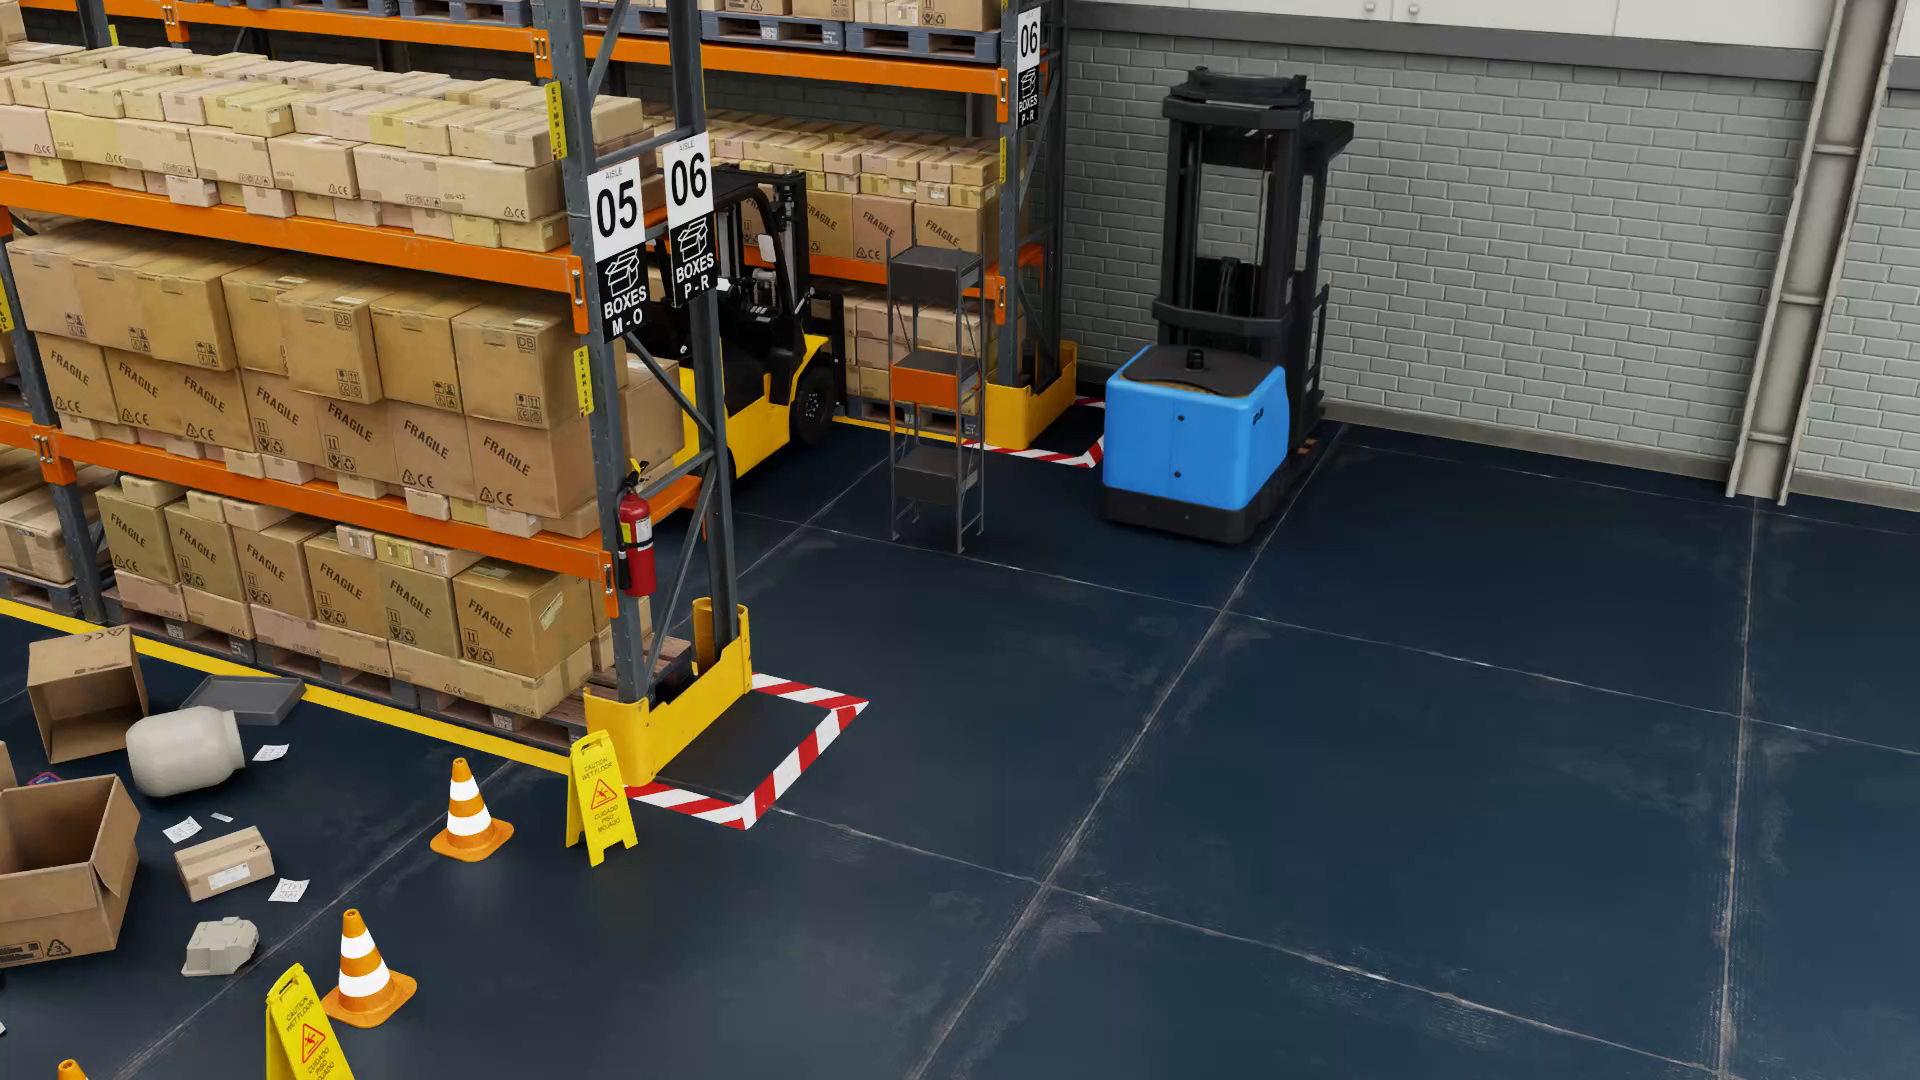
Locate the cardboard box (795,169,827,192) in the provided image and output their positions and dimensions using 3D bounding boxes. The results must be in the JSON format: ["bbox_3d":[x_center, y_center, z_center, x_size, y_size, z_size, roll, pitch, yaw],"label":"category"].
[{"bbox_3d":[-1.064,-2.805,12.773,0.250,0.149,0.380,12,28,22],"label":"cardboard box"}]

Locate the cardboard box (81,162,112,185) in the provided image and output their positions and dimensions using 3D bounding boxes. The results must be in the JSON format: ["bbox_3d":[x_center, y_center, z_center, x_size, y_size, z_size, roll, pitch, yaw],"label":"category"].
[{"bbox_3d":[-4.478,-2.034,8.944,0.250,0.149,0.380,11,28,22],"label":"cardboard box"}]

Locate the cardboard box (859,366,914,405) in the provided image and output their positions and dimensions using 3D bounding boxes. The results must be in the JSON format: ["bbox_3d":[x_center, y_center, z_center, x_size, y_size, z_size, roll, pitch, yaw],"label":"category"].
[{"bbox_3d":[-0.462,-1.302,13.205,0.500,0.250,0.500,11,28,22],"label":"cardboard box"}]

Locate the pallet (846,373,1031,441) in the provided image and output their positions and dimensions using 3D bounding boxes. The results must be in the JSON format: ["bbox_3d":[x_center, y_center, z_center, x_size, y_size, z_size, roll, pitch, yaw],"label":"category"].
[{"bbox_3d":[-0.168,-1.165,13.448,1.213,0.211,1.003,11,28,22],"label":"pallet"}]

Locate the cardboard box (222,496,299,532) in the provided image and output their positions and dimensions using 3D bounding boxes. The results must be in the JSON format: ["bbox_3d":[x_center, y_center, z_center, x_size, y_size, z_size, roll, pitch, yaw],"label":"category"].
[{"bbox_3d":[-3.918,-0.206,9.396,0.250,0.149,0.380,13,29,25],"label":"cardboard box"}]

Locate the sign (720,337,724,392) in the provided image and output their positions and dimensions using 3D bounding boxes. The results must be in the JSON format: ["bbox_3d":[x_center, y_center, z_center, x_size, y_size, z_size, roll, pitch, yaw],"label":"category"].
[{"bbox_3d":[-1.282,-0.903,8.779,0.005,0.325,0.100,11,28,22],"label":"sign"}]

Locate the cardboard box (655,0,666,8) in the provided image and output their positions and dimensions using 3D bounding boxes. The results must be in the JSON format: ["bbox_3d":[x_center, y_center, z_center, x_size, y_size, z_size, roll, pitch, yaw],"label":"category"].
[{"bbox_3d":[-2.114,-4.146,12.645,0.250,0.149,0.380,12,29,23],"label":"cardboard box"}]

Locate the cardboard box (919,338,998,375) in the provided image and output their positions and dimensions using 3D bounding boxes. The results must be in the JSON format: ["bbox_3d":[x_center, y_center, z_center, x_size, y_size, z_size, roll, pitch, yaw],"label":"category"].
[{"bbox_3d":[-0.027,-1.436,12.911,0.500,0.250,0.500,11,28,21],"label":"cardboard box"}]

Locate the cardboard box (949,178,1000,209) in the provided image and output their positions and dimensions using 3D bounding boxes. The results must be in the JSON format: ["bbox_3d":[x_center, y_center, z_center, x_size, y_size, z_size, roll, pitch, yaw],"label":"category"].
[{"bbox_3d":[0.114,-2.580,12.316,0.250,0.149,0.380,12,29,23],"label":"cardboard box"}]

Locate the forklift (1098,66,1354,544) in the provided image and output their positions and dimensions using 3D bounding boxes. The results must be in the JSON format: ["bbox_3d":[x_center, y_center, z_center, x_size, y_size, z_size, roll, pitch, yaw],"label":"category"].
[{"bbox_3d":[2.067,-1.912,11.885,1.130,2.935,3.031,12,29,23],"label":"forklift"}]

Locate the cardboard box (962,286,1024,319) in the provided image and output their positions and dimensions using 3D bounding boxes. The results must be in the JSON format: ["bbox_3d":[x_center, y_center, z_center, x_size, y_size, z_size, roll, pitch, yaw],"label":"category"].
[{"bbox_3d":[0.186,-1.861,13.209,0.500,0.250,0.500,11,28,21],"label":"cardboard box"}]

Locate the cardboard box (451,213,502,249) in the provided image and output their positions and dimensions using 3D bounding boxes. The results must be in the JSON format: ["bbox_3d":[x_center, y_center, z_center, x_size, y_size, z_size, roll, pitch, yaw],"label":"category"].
[{"bbox_3d":[-2.187,-1.515,7.889,0.250,0.149,0.380,12,28,22],"label":"cardboard box"}]

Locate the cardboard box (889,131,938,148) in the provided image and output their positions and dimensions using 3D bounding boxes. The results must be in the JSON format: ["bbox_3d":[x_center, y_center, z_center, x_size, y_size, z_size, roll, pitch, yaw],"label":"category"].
[{"bbox_3d":[-0.362,-3.065,12.965,0.250,0.149,0.380,12,28,22],"label":"cardboard box"}]

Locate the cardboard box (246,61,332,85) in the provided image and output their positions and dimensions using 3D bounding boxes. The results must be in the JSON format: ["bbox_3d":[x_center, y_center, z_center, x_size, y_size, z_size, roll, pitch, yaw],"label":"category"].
[{"bbox_3d":[-3.559,-2.439,8.863,0.250,0.149,0.380,12,29,22],"label":"cardboard box"}]

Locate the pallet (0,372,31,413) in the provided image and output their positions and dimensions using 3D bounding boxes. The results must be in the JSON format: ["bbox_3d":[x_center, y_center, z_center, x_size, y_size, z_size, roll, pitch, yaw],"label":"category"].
[{"bbox_3d":[-5.783,-1.140,10.457,1.213,0.211,1.003,11,28,22],"label":"pallet"}]

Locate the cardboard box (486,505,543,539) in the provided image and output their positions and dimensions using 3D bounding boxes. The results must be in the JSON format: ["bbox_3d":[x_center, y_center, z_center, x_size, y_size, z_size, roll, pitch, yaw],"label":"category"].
[{"bbox_3d":[-2.212,-0.168,8.550,0.250,0.149,0.380,11,28,21],"label":"cardboard box"}]

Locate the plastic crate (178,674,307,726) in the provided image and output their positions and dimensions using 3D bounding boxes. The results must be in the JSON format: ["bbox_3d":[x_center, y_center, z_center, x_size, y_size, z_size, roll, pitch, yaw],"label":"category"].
[{"bbox_3d":[-4.058,0.898,9.404,0.583,0.080,0.402,2,26,4],"label":"plastic crate"}]

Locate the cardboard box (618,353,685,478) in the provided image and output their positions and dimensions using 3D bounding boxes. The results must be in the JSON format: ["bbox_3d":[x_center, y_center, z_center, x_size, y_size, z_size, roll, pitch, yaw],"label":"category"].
[{"bbox_3d":[-1.822,-0.673,8.841,0.500,0.500,0.500,11,28,21],"label":"cardboard box"}]

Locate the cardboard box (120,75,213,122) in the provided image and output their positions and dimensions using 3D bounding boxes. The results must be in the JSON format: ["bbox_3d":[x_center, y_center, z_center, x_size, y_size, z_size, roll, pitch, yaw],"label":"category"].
[{"bbox_3d":[-4.035,-2.259,8.497,0.250,0.149,0.380,10,28,20],"label":"cardboard box"}]

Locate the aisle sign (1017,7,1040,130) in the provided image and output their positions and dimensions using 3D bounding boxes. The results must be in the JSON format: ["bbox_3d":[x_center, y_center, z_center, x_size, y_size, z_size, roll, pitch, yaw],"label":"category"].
[{"bbox_3d":[0.483,-3.330,11.743,0.004,0.787,0.394,11,28,22],"label":"aisle sign"}]

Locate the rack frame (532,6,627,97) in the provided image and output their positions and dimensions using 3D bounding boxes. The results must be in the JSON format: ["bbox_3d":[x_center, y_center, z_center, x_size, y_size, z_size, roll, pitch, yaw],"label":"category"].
[{"bbox_3d":[-3.096,-3.025,14.067,0.127,3.000,1.000,11,28,22],"label":"rack frame"}]

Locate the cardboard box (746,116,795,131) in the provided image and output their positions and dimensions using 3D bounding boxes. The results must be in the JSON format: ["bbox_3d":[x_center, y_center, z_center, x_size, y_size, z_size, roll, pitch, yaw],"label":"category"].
[{"bbox_3d":[-1.528,-3.310,13.463,0.250,0.149,0.380,11,28,21],"label":"cardboard box"}]

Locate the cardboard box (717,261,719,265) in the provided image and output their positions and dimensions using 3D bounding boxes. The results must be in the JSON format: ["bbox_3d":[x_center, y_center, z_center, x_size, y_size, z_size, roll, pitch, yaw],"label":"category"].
[{"bbox_3d":[-2.100,-2.329,14.160,0.500,0.250,0.500,11,28,21],"label":"cardboard box"}]

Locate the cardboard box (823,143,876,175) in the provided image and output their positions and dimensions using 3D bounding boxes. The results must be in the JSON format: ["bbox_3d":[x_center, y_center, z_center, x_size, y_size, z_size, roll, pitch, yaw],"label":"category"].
[{"bbox_3d":[-0.834,-2.891,12.612,0.250,0.149,0.380,12,29,23],"label":"cardboard box"}]

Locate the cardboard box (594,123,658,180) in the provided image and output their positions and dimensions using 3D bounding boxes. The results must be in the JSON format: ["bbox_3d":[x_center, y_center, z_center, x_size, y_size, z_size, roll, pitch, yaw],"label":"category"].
[{"bbox_3d":[-1.853,-1.908,8.236,0.500,0.250,0.500,11,28,21],"label":"cardboard box"}]

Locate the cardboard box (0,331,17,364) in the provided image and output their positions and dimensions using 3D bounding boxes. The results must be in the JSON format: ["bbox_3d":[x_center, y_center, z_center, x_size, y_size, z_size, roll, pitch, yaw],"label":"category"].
[{"bbox_3d":[-5.663,-1.387,9.816,0.500,0.500,0.500,11,28,21],"label":"cardboard box"}]

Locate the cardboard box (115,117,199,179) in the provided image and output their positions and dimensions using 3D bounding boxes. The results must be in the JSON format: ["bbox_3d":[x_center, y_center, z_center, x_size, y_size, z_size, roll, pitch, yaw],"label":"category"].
[{"bbox_3d":[-3.936,-2.062,8.549,0.500,0.250,0.500,12,29,22],"label":"cardboard box"}]

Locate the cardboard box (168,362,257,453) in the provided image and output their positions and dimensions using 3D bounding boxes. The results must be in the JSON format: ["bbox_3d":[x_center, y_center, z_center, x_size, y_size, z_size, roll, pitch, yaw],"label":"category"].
[{"bbox_3d":[-3.944,-0.835,9.169,0.500,0.500,0.500,11,28,21],"label":"cardboard box"}]

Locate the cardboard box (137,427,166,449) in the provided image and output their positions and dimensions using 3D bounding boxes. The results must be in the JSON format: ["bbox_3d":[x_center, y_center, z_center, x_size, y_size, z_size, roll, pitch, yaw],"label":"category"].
[{"bbox_3d":[-4.487,-0.667,9.563,0.250,0.149,0.380,11,28,22],"label":"cardboard box"}]

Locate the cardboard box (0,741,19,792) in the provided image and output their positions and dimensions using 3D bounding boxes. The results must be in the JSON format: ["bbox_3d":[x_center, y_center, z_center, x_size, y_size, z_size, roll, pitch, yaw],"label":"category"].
[{"bbox_3d":[-5.008,1.291,7.973,0.503,0.637,0.797,11,28,22],"label":"cardboard box"}]

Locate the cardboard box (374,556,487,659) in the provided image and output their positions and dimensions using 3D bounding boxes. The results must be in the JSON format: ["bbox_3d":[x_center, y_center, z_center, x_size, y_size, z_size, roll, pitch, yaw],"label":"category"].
[{"bbox_3d":[-2.820,0.276,9.151,0.500,0.500,0.500,12,29,24],"label":"cardboard box"}]

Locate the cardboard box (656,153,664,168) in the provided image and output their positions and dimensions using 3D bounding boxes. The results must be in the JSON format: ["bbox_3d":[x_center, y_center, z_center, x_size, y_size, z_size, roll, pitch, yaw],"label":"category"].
[{"bbox_3d":[-2.236,-3.038,13.248,0.250,0.149,0.380,12,29,23],"label":"cardboard box"}]

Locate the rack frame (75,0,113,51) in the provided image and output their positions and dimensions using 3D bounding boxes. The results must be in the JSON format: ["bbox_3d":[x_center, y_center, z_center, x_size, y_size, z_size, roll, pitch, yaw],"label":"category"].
[{"bbox_3d":[-5.147,-3.720,8.687,0.127,3.000,1.000,11,28,22],"label":"rack frame"}]

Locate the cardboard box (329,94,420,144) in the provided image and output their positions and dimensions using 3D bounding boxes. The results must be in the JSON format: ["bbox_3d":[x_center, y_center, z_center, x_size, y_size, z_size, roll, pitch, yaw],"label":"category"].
[{"bbox_3d":[-2.824,-2.047,8.068,0.250,0.149,0.380,11,28,22],"label":"cardboard box"}]

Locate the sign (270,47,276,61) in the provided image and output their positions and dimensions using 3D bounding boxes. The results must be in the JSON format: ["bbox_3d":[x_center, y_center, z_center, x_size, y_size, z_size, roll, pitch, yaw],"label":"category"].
[{"bbox_3d":[-6.510,-4.499,15.752,0.005,0.325,0.100,11,28,22],"label":"sign"}]

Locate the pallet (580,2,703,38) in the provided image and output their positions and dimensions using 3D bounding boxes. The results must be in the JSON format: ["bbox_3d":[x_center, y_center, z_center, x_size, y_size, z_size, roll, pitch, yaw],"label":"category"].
[{"bbox_3d":[-2.309,-4.185,13.129,1.213,0.211,1.003,11,28,22],"label":"pallet"}]

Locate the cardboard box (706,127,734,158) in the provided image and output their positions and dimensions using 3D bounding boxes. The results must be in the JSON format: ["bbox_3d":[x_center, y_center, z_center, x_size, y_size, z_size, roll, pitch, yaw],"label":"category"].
[{"bbox_3d":[-1.978,-3.137,13.111,0.250,0.149,0.380,11,28,21],"label":"cardboard box"}]

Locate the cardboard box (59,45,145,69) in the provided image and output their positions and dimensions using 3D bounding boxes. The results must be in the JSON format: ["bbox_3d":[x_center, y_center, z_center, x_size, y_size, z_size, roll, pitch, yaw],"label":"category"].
[{"bbox_3d":[-4.768,-2.649,9.290,0.250,0.149,0.380,12,29,23],"label":"cardboard box"}]

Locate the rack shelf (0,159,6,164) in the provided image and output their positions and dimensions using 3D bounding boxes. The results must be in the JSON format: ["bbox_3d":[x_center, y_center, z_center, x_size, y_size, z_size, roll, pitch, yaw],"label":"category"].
[{"bbox_3d":[-6.968,-2.417,10.251,4.000,0.370,1.077,11,28,22],"label":"rack shelf"}]

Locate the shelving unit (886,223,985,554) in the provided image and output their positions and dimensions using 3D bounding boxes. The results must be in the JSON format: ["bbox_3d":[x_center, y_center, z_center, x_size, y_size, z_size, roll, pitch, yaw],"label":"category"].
[{"bbox_3d":[-0.151,-0.972,10.917,0.503,2.100,0.431,11,28,22],"label":"shelving unit"}]

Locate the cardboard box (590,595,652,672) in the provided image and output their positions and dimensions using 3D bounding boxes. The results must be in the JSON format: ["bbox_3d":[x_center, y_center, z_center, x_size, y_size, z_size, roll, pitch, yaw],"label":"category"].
[{"bbox_3d":[-2.126,0.490,9.567,0.500,0.250,0.500,11,28,21],"label":"cardboard box"}]

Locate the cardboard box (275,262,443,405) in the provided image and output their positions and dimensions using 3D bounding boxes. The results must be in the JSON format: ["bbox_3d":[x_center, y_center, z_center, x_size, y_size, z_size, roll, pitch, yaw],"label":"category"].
[{"bbox_3d":[-3.026,-1.077,8.529,0.500,0.500,0.700,11,28,21],"label":"cardboard box"}]

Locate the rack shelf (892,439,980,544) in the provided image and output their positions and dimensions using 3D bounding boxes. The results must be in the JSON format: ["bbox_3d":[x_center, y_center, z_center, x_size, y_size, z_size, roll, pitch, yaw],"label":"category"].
[{"bbox_3d":[-0.151,-0.332,11.233,0.480,0.518,0.431,11,28,22],"label":"rack shelf"}]

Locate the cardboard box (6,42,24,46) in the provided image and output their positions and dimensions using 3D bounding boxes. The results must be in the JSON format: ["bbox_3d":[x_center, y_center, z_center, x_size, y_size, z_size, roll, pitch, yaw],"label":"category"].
[{"bbox_3d":[-5.975,-2.855,10.022,0.500,0.250,0.500,11,28,21],"label":"cardboard box"}]

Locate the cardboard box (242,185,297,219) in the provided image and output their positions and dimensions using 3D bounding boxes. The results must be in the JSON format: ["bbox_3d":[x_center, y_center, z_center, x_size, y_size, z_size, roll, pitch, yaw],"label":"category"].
[{"bbox_3d":[-3.363,-1.746,8.358,0.250,0.149,0.380,11,28,21],"label":"cardboard box"}]

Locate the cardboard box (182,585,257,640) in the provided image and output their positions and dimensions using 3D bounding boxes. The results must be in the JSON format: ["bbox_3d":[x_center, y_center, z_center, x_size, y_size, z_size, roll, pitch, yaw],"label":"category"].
[{"bbox_3d":[-4.231,0.327,9.898,0.500,0.250,0.500,13,29,25],"label":"cardboard box"}]

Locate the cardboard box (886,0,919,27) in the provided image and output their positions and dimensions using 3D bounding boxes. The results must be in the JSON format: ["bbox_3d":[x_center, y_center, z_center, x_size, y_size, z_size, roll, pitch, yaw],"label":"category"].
[{"bbox_3d":[-0.335,-3.789,11.920,0.250,0.149,0.380,11,28,20],"label":"cardboard box"}]

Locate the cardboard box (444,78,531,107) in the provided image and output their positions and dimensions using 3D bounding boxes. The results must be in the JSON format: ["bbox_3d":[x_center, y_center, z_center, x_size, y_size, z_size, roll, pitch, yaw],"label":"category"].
[{"bbox_3d":[-2.381,-2.221,8.420,0.250,0.149,0.380,11,28,22],"label":"cardboard box"}]

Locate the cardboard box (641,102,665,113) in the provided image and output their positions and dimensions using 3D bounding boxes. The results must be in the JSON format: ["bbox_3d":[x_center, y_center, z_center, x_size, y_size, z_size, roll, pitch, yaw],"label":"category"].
[{"bbox_3d":[-2.680,-3.557,13.964,0.250,0.149,0.380,11,28,22],"label":"cardboard box"}]

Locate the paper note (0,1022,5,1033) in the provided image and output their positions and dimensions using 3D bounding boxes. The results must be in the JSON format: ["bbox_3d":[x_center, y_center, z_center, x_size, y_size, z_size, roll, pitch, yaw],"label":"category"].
[{"bbox_3d":[-4.150,2.083,7.056,0.142,0.017,0.144,23,35,39],"label":"paper note"}]

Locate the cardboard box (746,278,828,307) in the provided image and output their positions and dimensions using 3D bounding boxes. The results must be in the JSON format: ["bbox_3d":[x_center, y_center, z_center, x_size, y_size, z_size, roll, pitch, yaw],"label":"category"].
[{"bbox_3d":[-1.392,-1.930,13.350,0.500,0.250,0.500,11,28,21],"label":"cardboard box"}]

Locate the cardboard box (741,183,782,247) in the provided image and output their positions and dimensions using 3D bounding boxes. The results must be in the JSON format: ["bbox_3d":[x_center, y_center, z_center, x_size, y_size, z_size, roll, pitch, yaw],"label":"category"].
[{"bbox_3d":[-1.409,-2.602,13.096,0.500,0.500,0.500,12,28,22],"label":"cardboard box"}]

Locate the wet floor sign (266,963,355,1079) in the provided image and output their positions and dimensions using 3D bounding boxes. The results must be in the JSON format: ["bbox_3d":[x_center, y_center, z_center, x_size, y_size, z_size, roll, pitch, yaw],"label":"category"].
[{"bbox_3d":[-2.617,1.977,6.573,0.232,0.644,0.267,6,27,13],"label":"wet floor sign"}]

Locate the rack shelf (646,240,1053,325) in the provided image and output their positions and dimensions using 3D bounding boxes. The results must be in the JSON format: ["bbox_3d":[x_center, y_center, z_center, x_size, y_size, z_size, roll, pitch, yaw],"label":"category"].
[{"bbox_3d":[-1.275,-2.336,13.483,4.000,0.370,1.077,11,28,22],"label":"rack shelf"}]

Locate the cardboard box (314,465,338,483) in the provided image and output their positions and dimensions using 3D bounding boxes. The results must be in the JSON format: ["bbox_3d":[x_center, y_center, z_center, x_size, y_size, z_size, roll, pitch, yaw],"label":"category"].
[{"bbox_3d":[-3.318,-0.454,9.130,0.250,0.149,0.380,11,28,22],"label":"cardboard box"}]
